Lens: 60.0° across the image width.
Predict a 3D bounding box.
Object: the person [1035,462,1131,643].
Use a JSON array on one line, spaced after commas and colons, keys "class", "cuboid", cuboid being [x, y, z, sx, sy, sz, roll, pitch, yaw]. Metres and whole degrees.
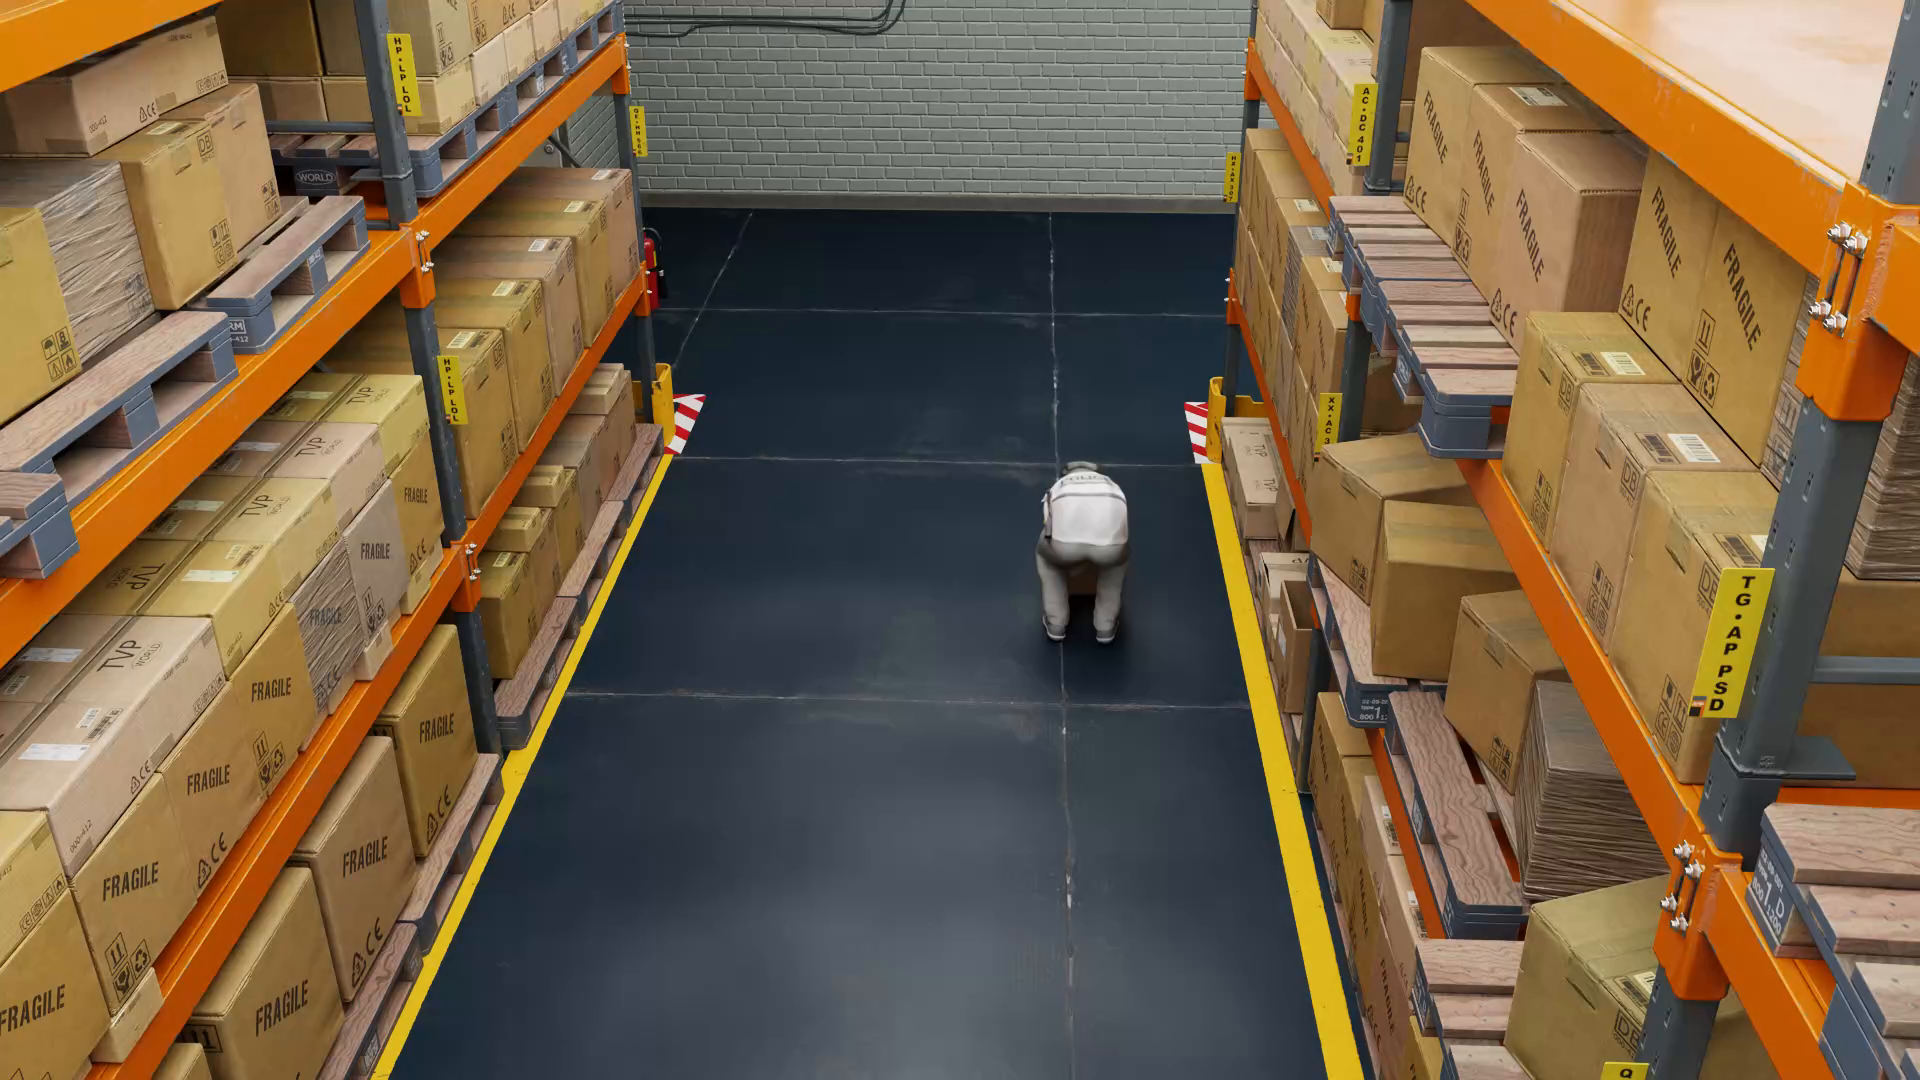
[{"class": "person", "cuboid": [0.700, 0.018, 9.453, 0.542, 0.939, 1.023, 1, 28, 2]}]
